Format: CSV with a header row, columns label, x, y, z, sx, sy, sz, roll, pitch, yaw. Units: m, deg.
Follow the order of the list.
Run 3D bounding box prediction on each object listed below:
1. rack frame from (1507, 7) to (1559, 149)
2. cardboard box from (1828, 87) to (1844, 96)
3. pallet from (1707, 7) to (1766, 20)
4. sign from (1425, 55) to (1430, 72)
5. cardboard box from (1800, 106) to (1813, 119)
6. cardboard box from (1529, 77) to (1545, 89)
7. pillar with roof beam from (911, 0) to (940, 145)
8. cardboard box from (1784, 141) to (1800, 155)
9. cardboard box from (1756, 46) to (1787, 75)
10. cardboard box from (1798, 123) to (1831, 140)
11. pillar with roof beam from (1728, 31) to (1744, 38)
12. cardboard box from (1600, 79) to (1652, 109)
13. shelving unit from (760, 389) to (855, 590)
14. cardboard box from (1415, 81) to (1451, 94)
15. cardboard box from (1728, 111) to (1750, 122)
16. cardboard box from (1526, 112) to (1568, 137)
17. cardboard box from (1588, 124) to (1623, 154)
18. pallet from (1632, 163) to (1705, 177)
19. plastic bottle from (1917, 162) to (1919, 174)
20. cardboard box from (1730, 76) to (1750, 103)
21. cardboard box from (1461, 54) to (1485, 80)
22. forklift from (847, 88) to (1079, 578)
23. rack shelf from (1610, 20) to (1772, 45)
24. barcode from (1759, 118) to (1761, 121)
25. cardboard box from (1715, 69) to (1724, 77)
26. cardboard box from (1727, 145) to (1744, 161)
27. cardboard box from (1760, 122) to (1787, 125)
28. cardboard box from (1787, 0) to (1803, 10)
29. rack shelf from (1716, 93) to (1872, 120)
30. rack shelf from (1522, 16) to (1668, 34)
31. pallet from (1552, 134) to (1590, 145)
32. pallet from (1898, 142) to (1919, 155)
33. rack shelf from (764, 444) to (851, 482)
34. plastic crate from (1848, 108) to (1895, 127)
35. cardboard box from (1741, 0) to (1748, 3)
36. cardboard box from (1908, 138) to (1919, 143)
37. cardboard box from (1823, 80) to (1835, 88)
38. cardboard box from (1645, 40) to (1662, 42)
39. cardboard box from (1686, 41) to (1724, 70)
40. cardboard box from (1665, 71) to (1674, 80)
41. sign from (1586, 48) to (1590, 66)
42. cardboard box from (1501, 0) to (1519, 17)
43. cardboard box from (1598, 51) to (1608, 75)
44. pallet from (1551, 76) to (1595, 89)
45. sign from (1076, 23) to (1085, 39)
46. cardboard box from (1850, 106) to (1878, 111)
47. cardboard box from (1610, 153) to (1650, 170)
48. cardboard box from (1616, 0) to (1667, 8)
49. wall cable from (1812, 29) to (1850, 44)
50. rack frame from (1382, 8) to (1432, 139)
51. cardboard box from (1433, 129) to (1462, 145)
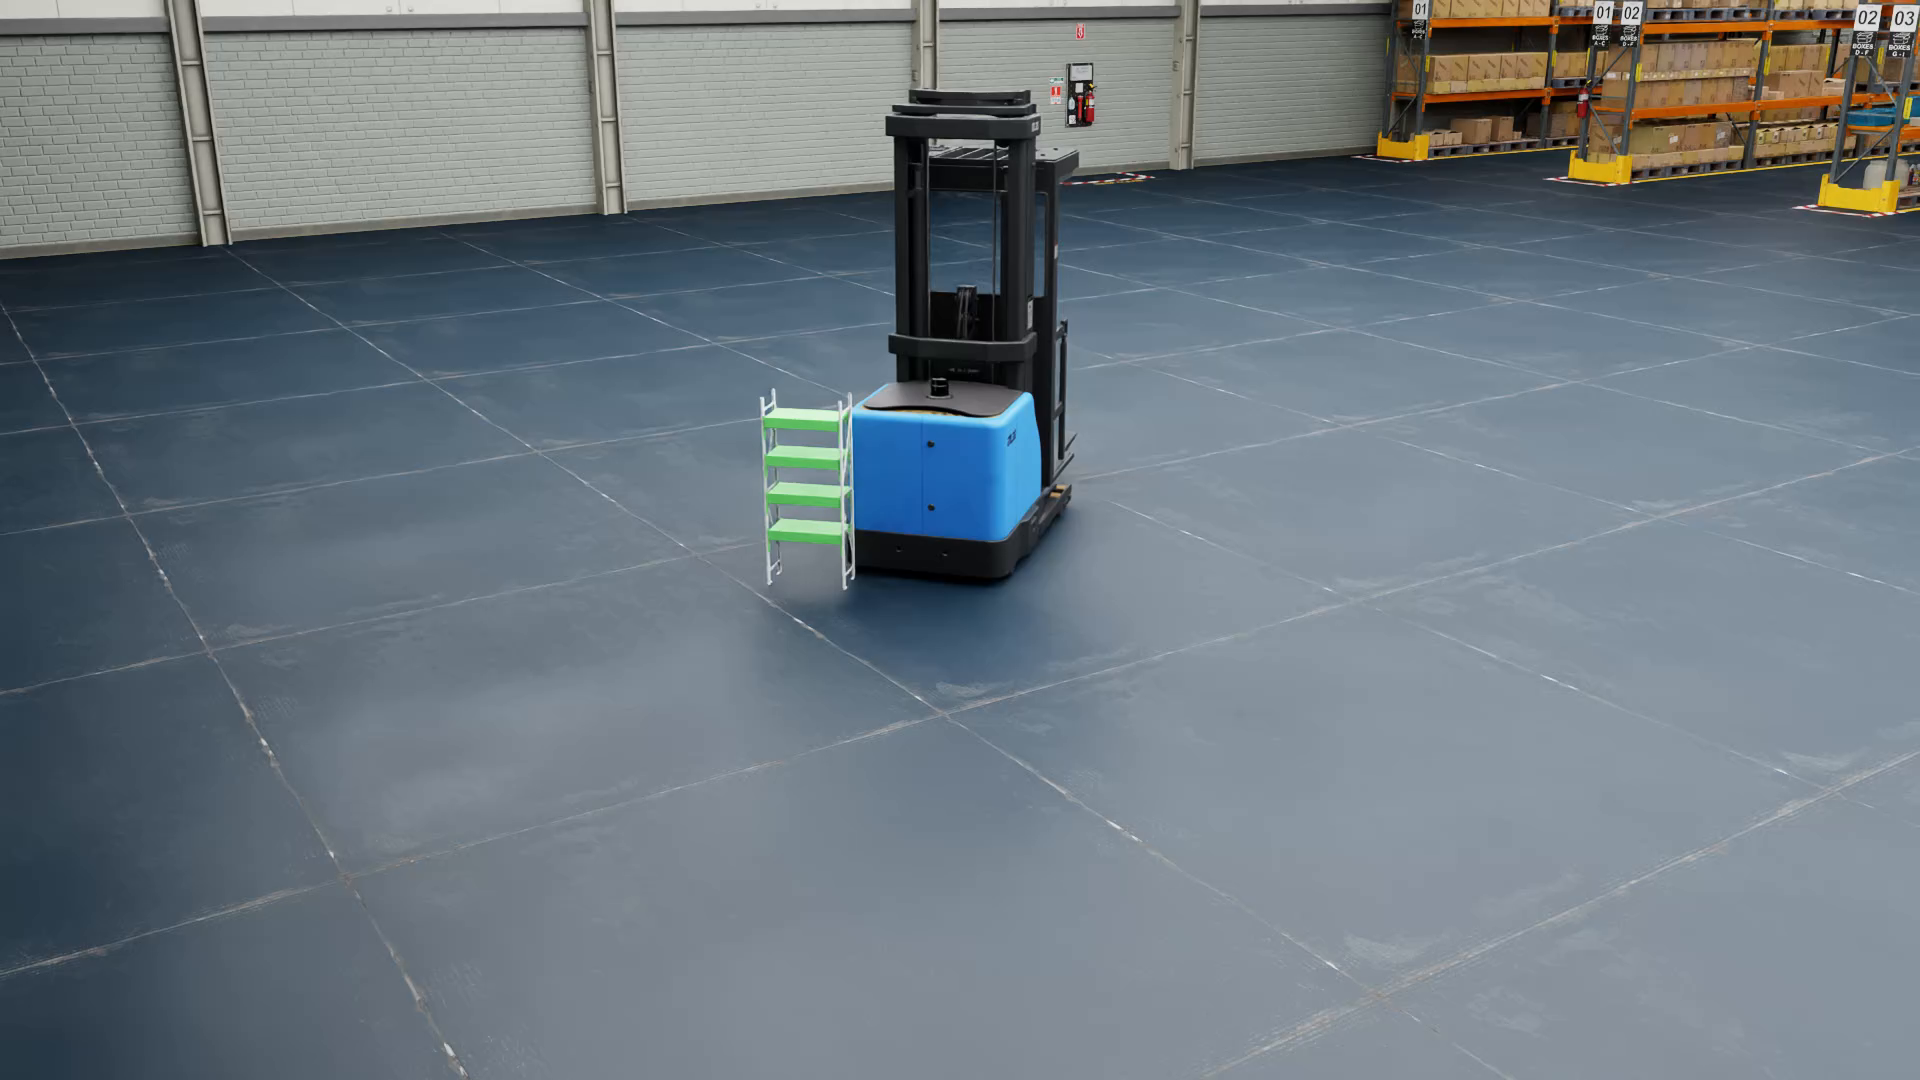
label,x,y,z,sx,sy,sz,roll,pitch,yaw
rack frame,12.644,-10.228,36.815,0.127,3.000,1.000,-12,22,-31
cardboard box,18.113,-9.257,34.335,0.250,0.149,0.380,-12,22,-31
pallet,14.674,-10.126,31.967,1.213,0.211,1.003,-12,22,-31
sign,9.602,-9.789,34.163,0.005,0.325,0.100,-12,22,-31
cardboard box,21.299,-11.030,42.433,0.500,0.500,0.700,-13,22,-33
cardboard box,12.415,-10.002,36.350,0.500,0.250,0.500,-12,22,-31
pillar with roof beam,1.758,-9.455,25.161,0.400,9.000,9.100,-12,22,-31
cardboard box,16.704,-7.987,33.823,0.500,0.250,0.500,-13,22,-33
cardboard box,19.788,-11.871,41.205,0.700,0.700,0.980,-12,22,-31
cardboard box,17.557,-8.431,34.261,0.500,0.311,0.500,-12,22,-32
pillar with roof beam,21.802,-13.682,37.666,0.400,9.000,9.100,-12,22,-31
cardboard box,12.428,-8.325,31.031,0.500,0.500,0.700,-12,22,-31
shelving unit,-0.934,-0.310,10.287,0.503,1.200,0.258,4,19,11
cardboard box,9.886,-9.463,34.755,0.500,0.250,0.500,-13,22,-33
cardboard box,18.854,-10.669,40.819,0.750,0.750,0.750,-12,22,-31
cardboard box,13.250,-9.386,37.542,0.500,0.500,0.700,-11,22,-30
cardboard box,12.315,-7.625,31.582,0.500,0.500,0.500,-12,22,-31
pallet,13.665,-7.238,32.324,1.213,0.211,1.003,-12,22,-31
plastic bottle,16.678,-6.392,28.919,0.185,0.351,0.144,-12,22,-32
cardboard box,15.005,-8.871,32.646,0.500,0.500,0.700,-13,22,-33
cardboard box,10.721,-9.995,35.157,0.500,0.500,0.500,-13,22,-33
forklift,0.174,-1.586,11.361,1.130,2.935,3.031,5,19,15
rack shelf,13.702,-9.632,31.491,4.000,0.370,1.077,-12,22,-31
barcode,15.814,-8.316,32.878,0.075,0.075,0.001,-12,22,-31
cardboard box,14.412,-8.974,31.938,0.250,0.149,0.380,-12,22,-32
cardboard box,15.105,-7.660,32.857,0.500,0.250,0.500,-12,22,-31
cardboard box,16.823,-8.482,34.412,0.500,0.311,0.500,-12,22,-32
cardboard box,16.349,-10.656,32.976,0.500,0.250,0.500,-15,24,-37
rack shelf,17.042,-8.915,34.055,4.000,0.370,1.077,-12,22,-31
rack shelf,14.315,-11.661,37.492,4.000,0.370,1.077,-12,22,-31
pallet,14.314,-9.261,38.308,1.213,0.211,1.003,-12,22,-31
pallet,20.375,-8.622,36.419,1.213,0.211,1.003,-12,22,-31
rack shelf,-0.934,-0.476,10.230,0.480,0.148,0.258,4,19,11
plastic crate,15.006,-6.971,27.414,0.616,0.251,0.499,-12,22,-31
cardboard box,18.530,-13.188,40.045,0.500,0.500,0.700,-13,23,-34
cardboard box,20.539,-8.910,36.134,0.500,0.500,0.500,-13,23,-33
cardboard box,17.859,-9.460,34.684,0.500,0.311,0.500,-12,22,-32
cardboard box,16.221,-11.635,39.154,0.500,0.250,0.500,-11,22,-30
cardboard box,14.165,-9.308,31.913,0.500,0.500,0.700,-12,22,-31
cardboard box,13.117,-8.700,31.126,0.250,0.149,0.380,-12,22,-32
sign,11.744,-9.008,31.027,0.005,0.325,0.100,-12,22,-31
cardboard box,11.487,-11.357,35.285,0.500,0.500,0.500,-13,23,-33
cardboard box,14.570,-10.878,37.893,0.500,0.500,0.700,-12,22,-31
pallet,13.363,-10.233,37.129,1.213,0.211,1.003,-12,22,-31
sign,2.255,-9.520,31.100,0.199,0.298,0.001,-12,22,-31
cardboard box,19.409,-9.226,35.898,0.500,0.250,0.500,-11,22,-29
cardboard box,12.601,-7.131,31.290,0.500,0.250,0.500,-12,22,-31
cardboard box,12.513,-10.034,30.523,0.637,0.503,0.797,-10,21,-28
wall cable,23.216,-13.302,44.320,1.851,1.984,0.084,-12,22,-31
rack frame,9.304,-9.524,34.731,0.127,3.000,1.000,-12,22,-31
cardboard box,10.407,-8.656,35.678,0.500,0.311,0.500,-10,21,-27
